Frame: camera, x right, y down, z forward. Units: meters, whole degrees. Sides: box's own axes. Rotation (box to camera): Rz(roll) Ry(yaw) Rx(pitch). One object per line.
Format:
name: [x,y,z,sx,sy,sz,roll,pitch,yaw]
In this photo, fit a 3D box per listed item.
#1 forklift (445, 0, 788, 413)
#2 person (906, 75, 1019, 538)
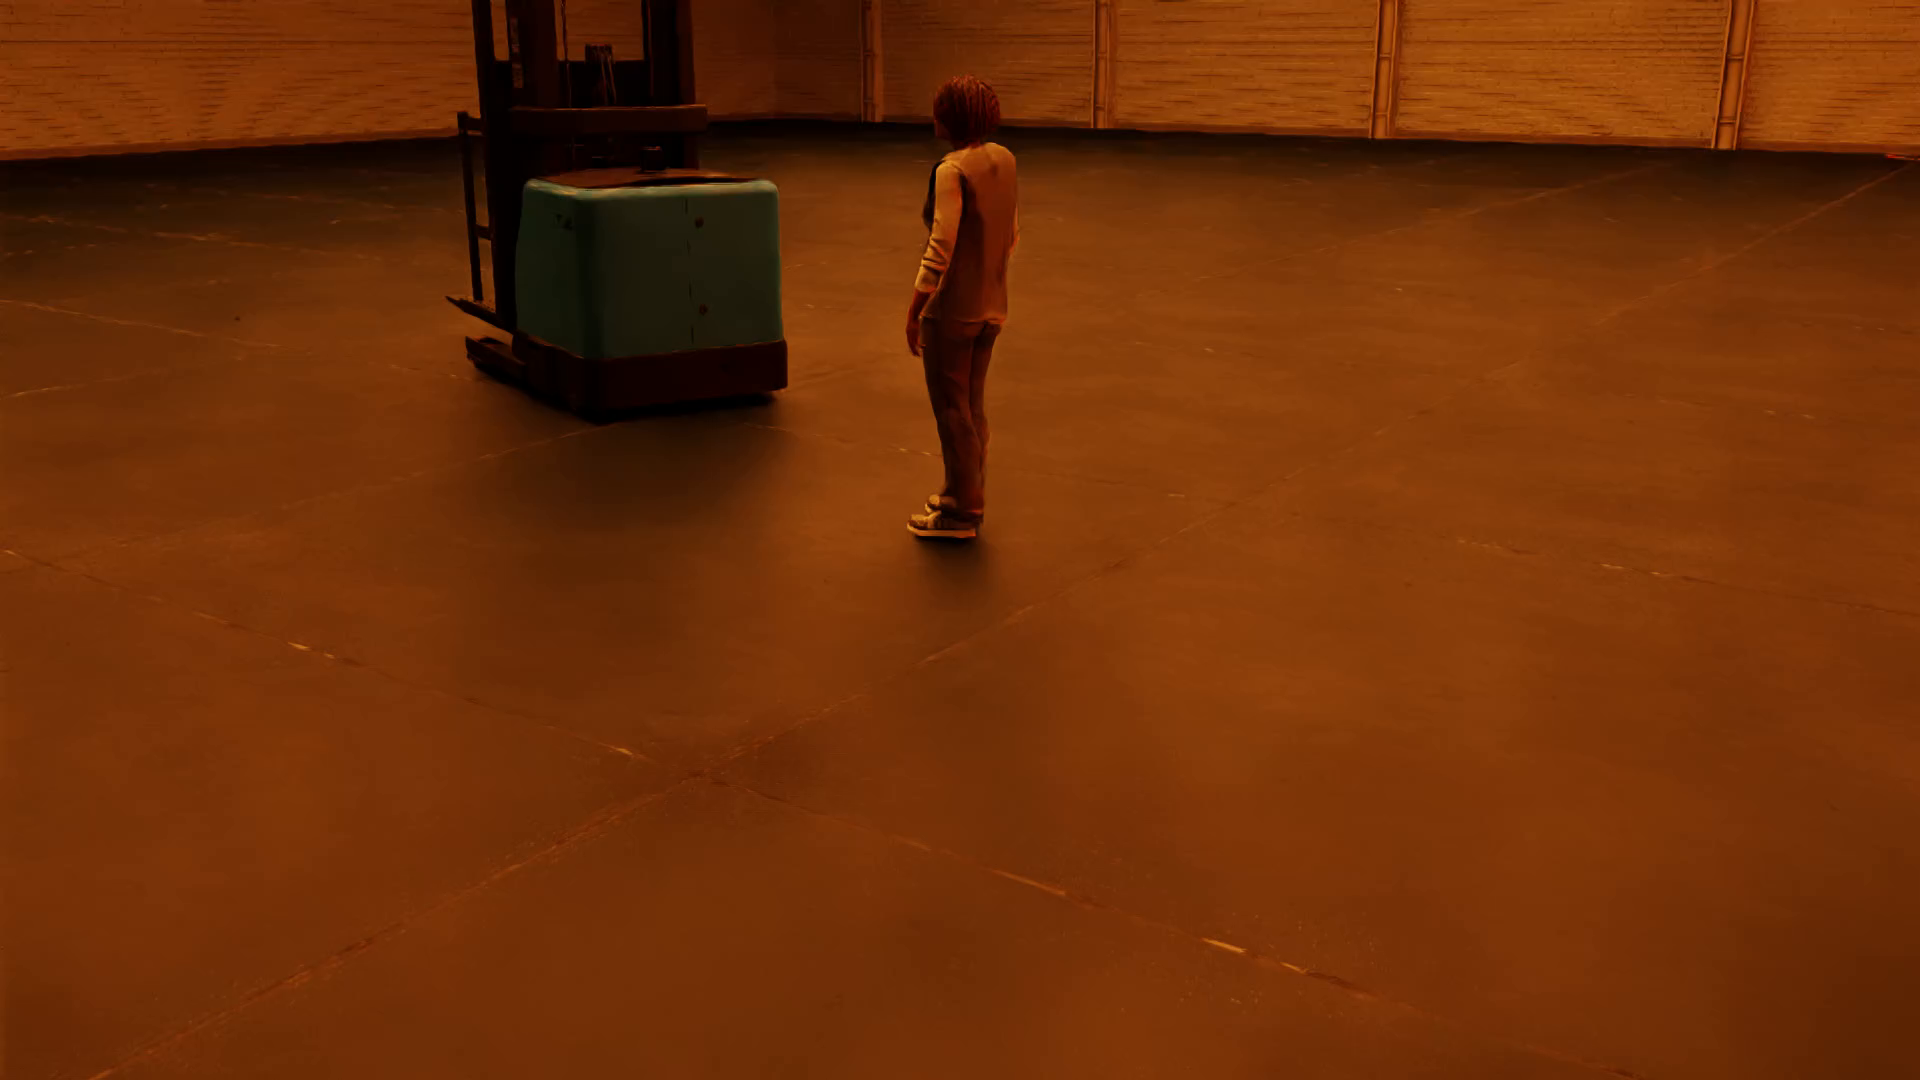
forklift: [-2.063,-2.375,8.775,1.130,2.935,3.031,-10,19,-31]
person: [-0.053,-0.787,5.769,0.474,1.597,0.521,11,20,33]
